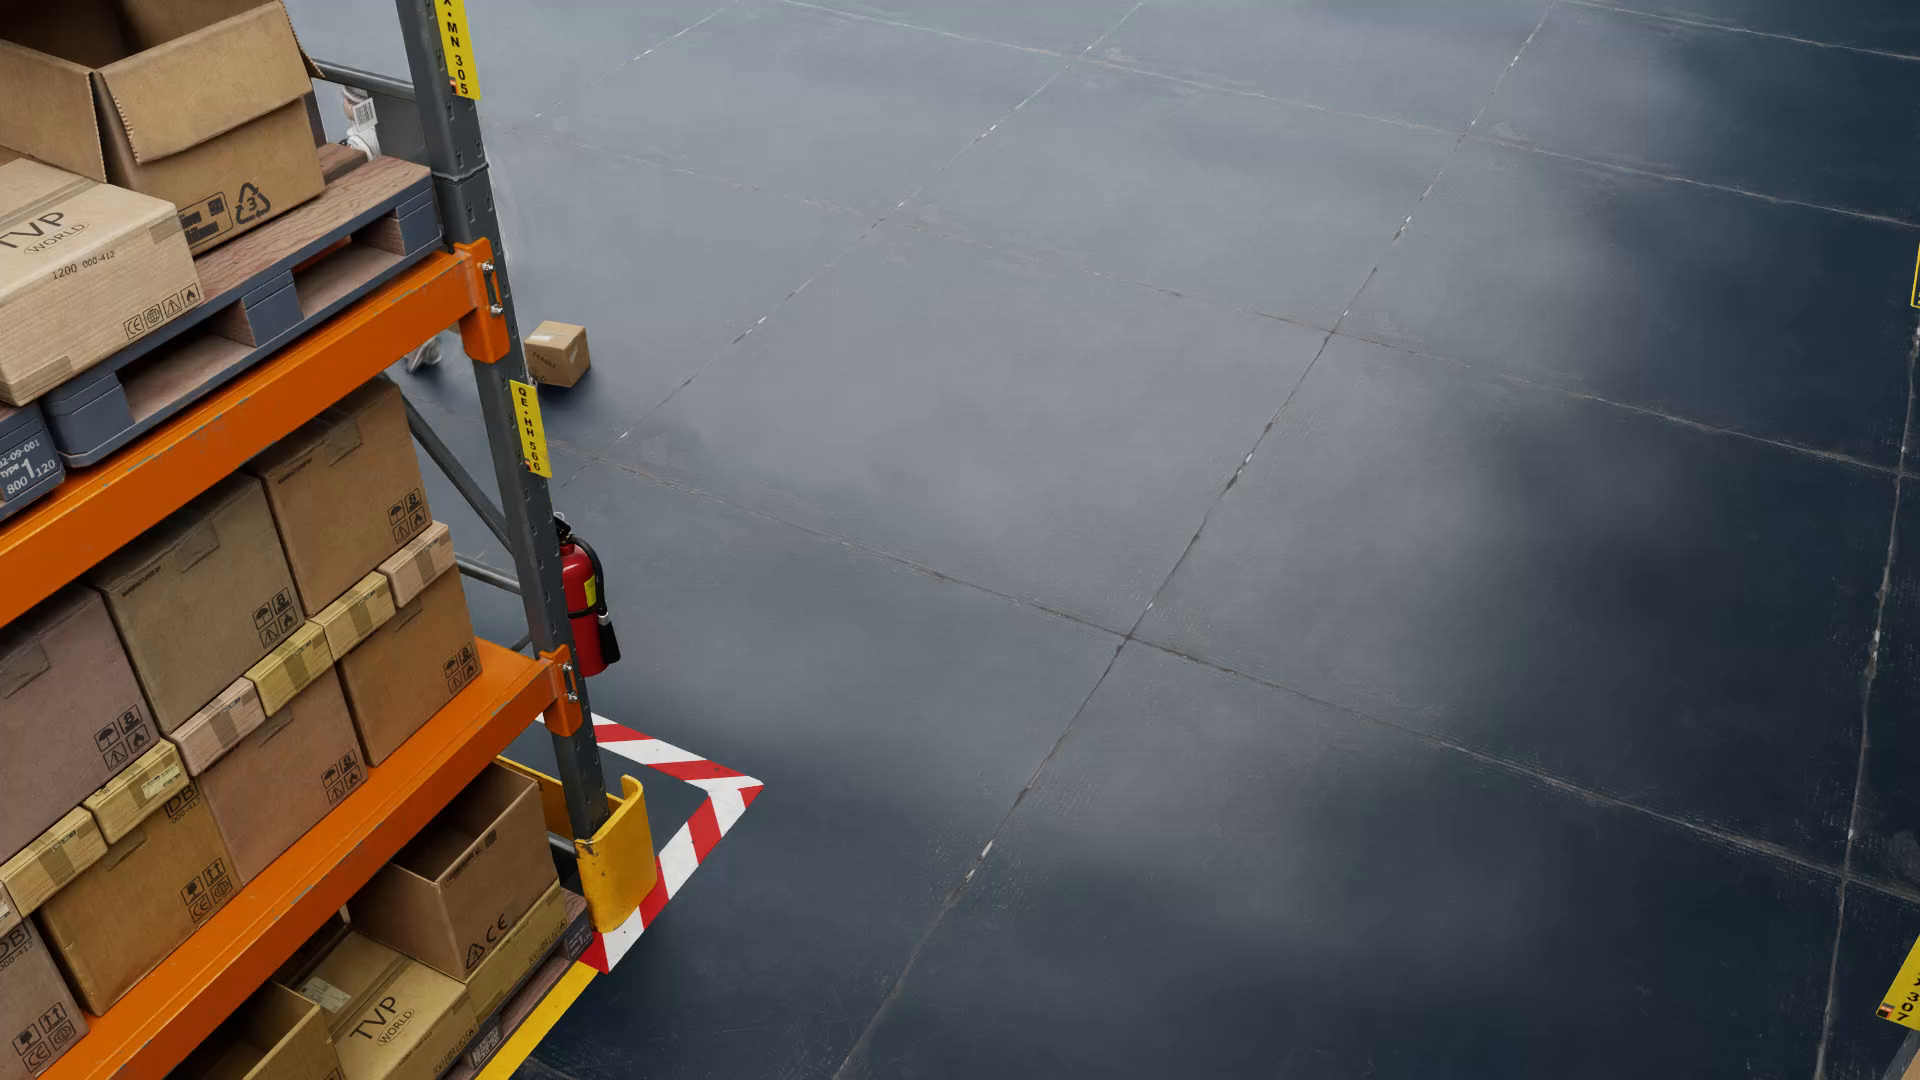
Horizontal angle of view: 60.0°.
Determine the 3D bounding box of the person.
[{"bbox_3d":[-3.036,-1.674,8.816,0.430,1.689,0.477,17,41,21],"label":"person"}]
